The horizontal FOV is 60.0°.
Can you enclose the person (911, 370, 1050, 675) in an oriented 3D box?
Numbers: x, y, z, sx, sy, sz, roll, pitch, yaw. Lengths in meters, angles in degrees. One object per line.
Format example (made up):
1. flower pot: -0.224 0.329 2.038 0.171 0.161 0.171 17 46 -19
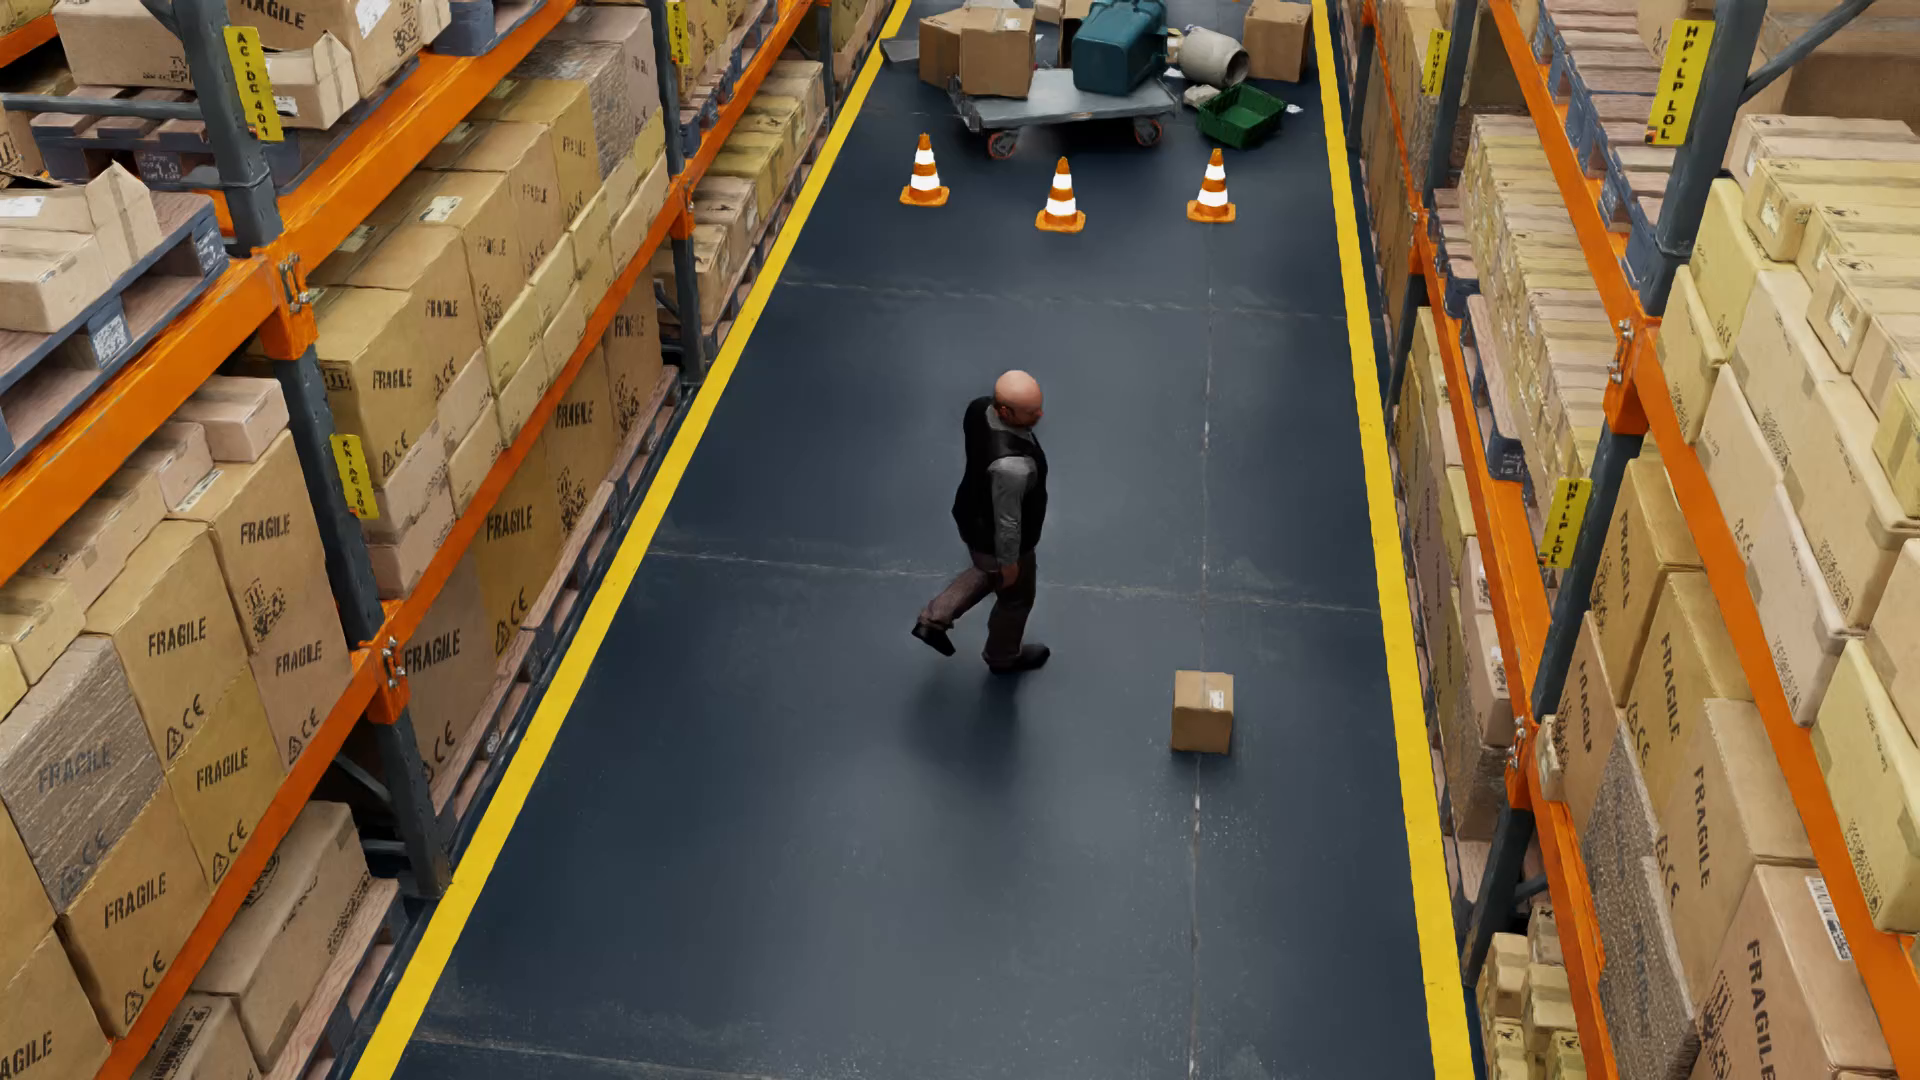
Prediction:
1. person: 0.138 -0.020 7.112 0.660 1.700 0.585 -11 37 -15
